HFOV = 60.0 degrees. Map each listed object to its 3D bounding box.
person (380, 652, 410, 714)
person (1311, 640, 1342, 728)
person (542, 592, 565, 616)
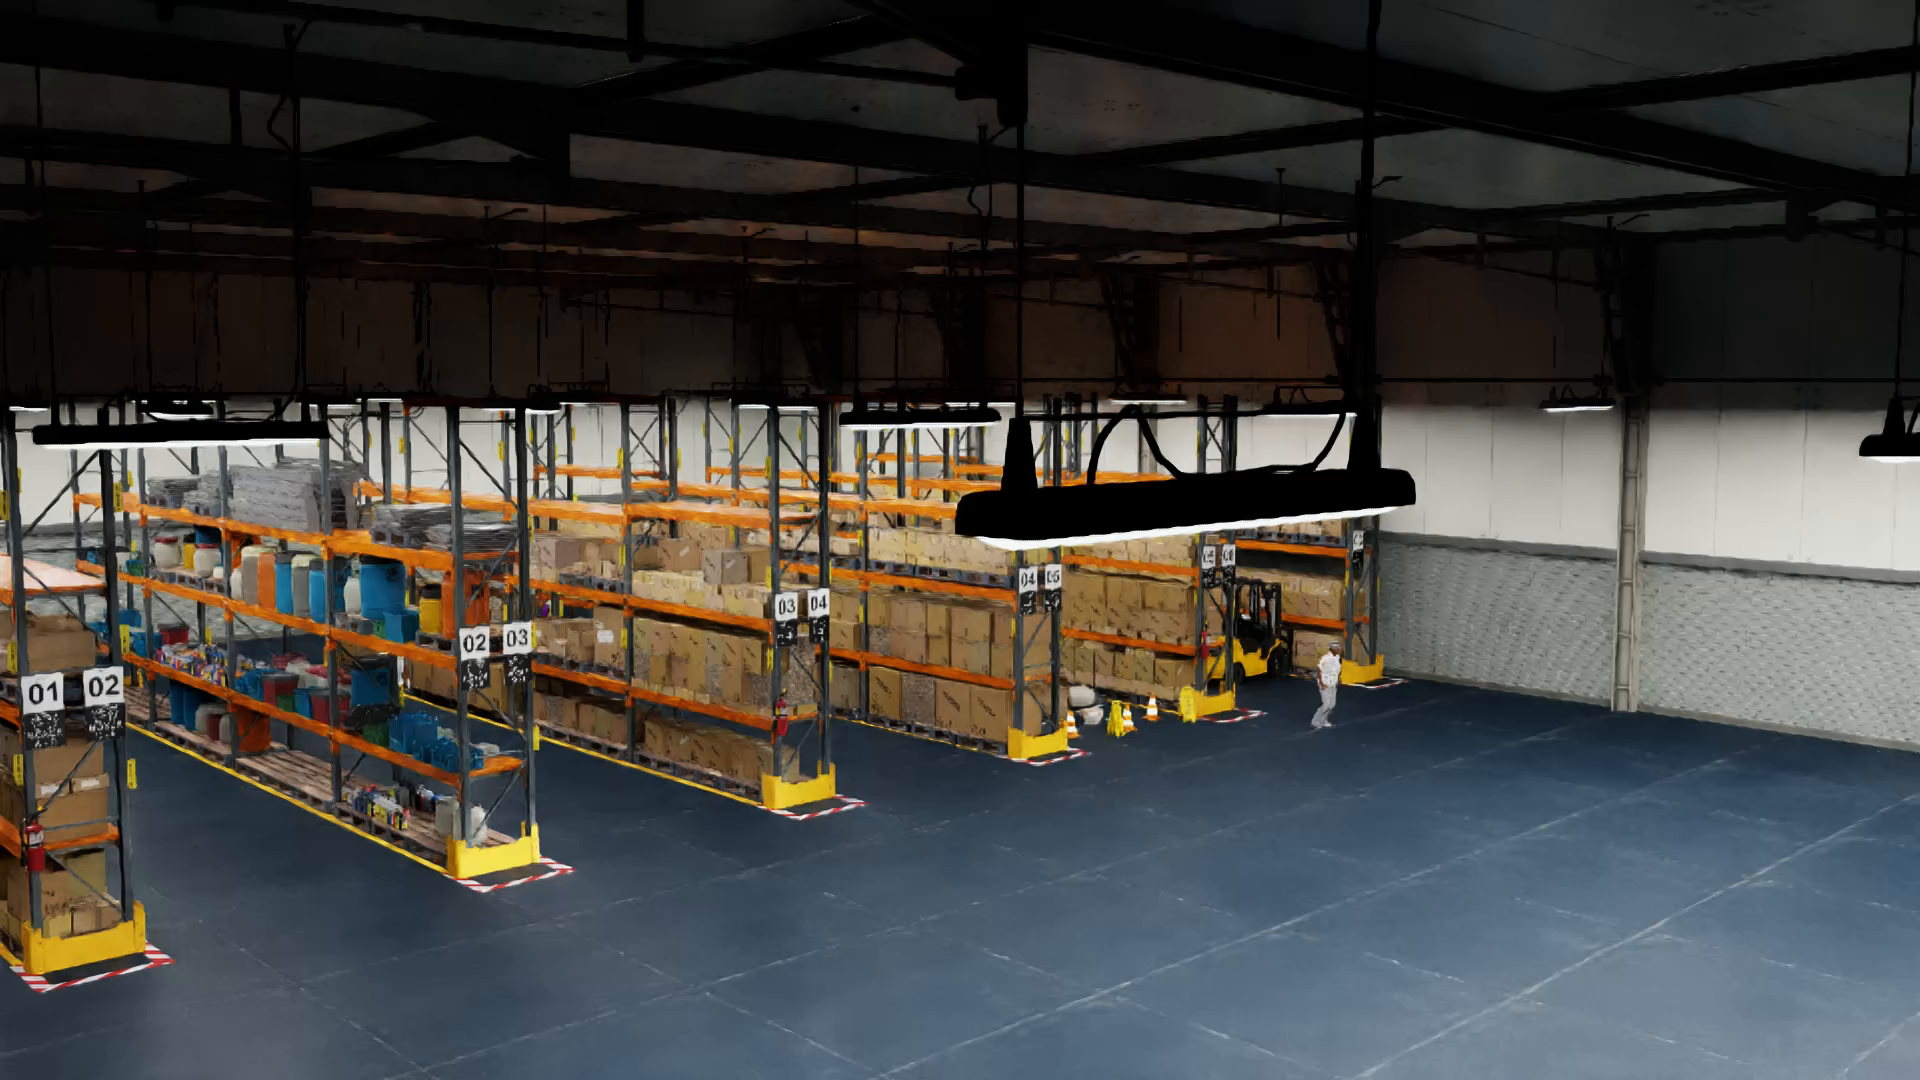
[{"bbox_3d":[-10.182,2.601,29.754,0.702,1.735,0.549,-5,8,-44],"label":"person"},{"bbox_3d":[6.696,2.605,30.257,0.532,1.629,0.592,5,8,44],"label":"person"},{"bbox_3d":[-8.992,1.908,36.934,0.579,1.684,1.105,-5,7,-40],"label":"person"}]
